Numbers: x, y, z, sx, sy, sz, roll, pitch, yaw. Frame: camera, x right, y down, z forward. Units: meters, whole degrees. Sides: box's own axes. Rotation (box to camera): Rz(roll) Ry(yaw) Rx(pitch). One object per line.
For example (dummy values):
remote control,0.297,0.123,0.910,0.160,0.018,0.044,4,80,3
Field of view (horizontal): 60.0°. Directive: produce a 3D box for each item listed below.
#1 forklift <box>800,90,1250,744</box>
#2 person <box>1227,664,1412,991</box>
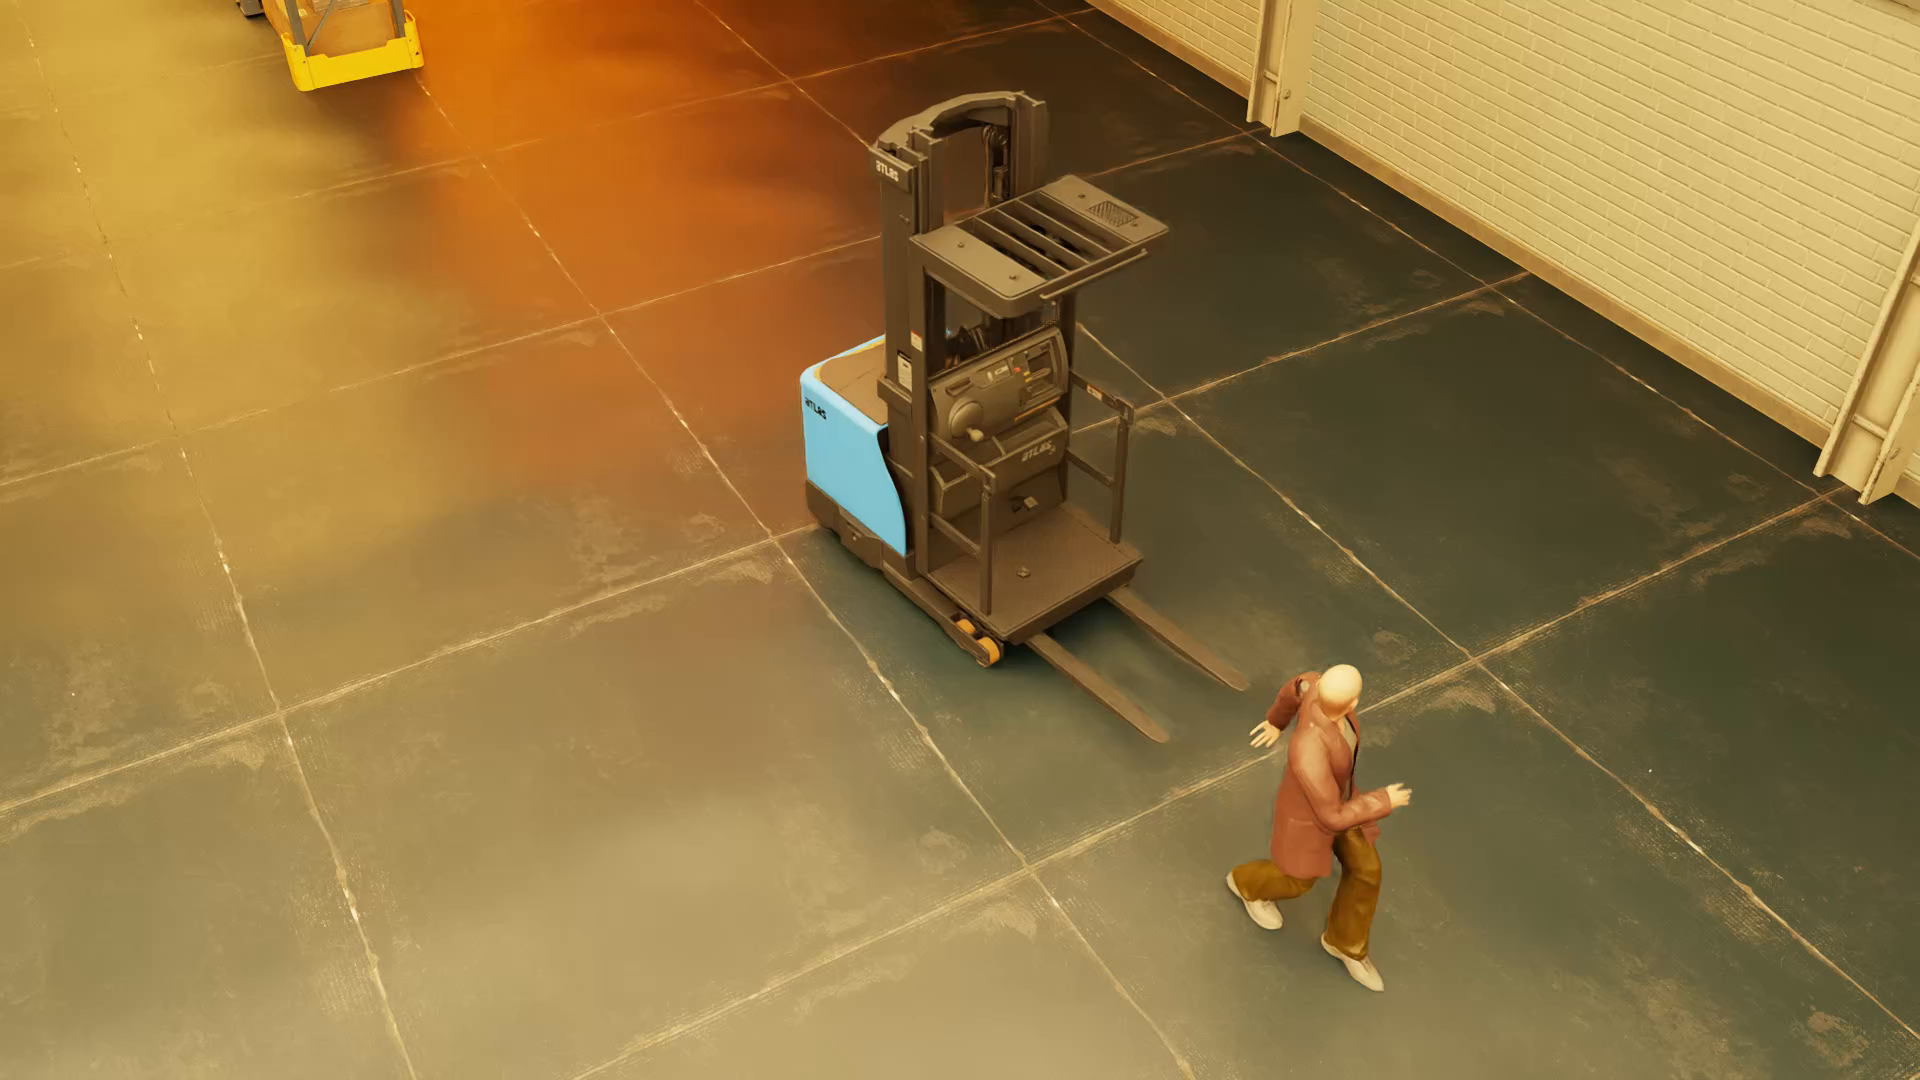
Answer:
forklift,0.357,-0.774,8.969,1.130,2.935,3.031,-28,47,-29
person,1.641,1.229,7.545,1.010,1.727,0.613,29,48,30
